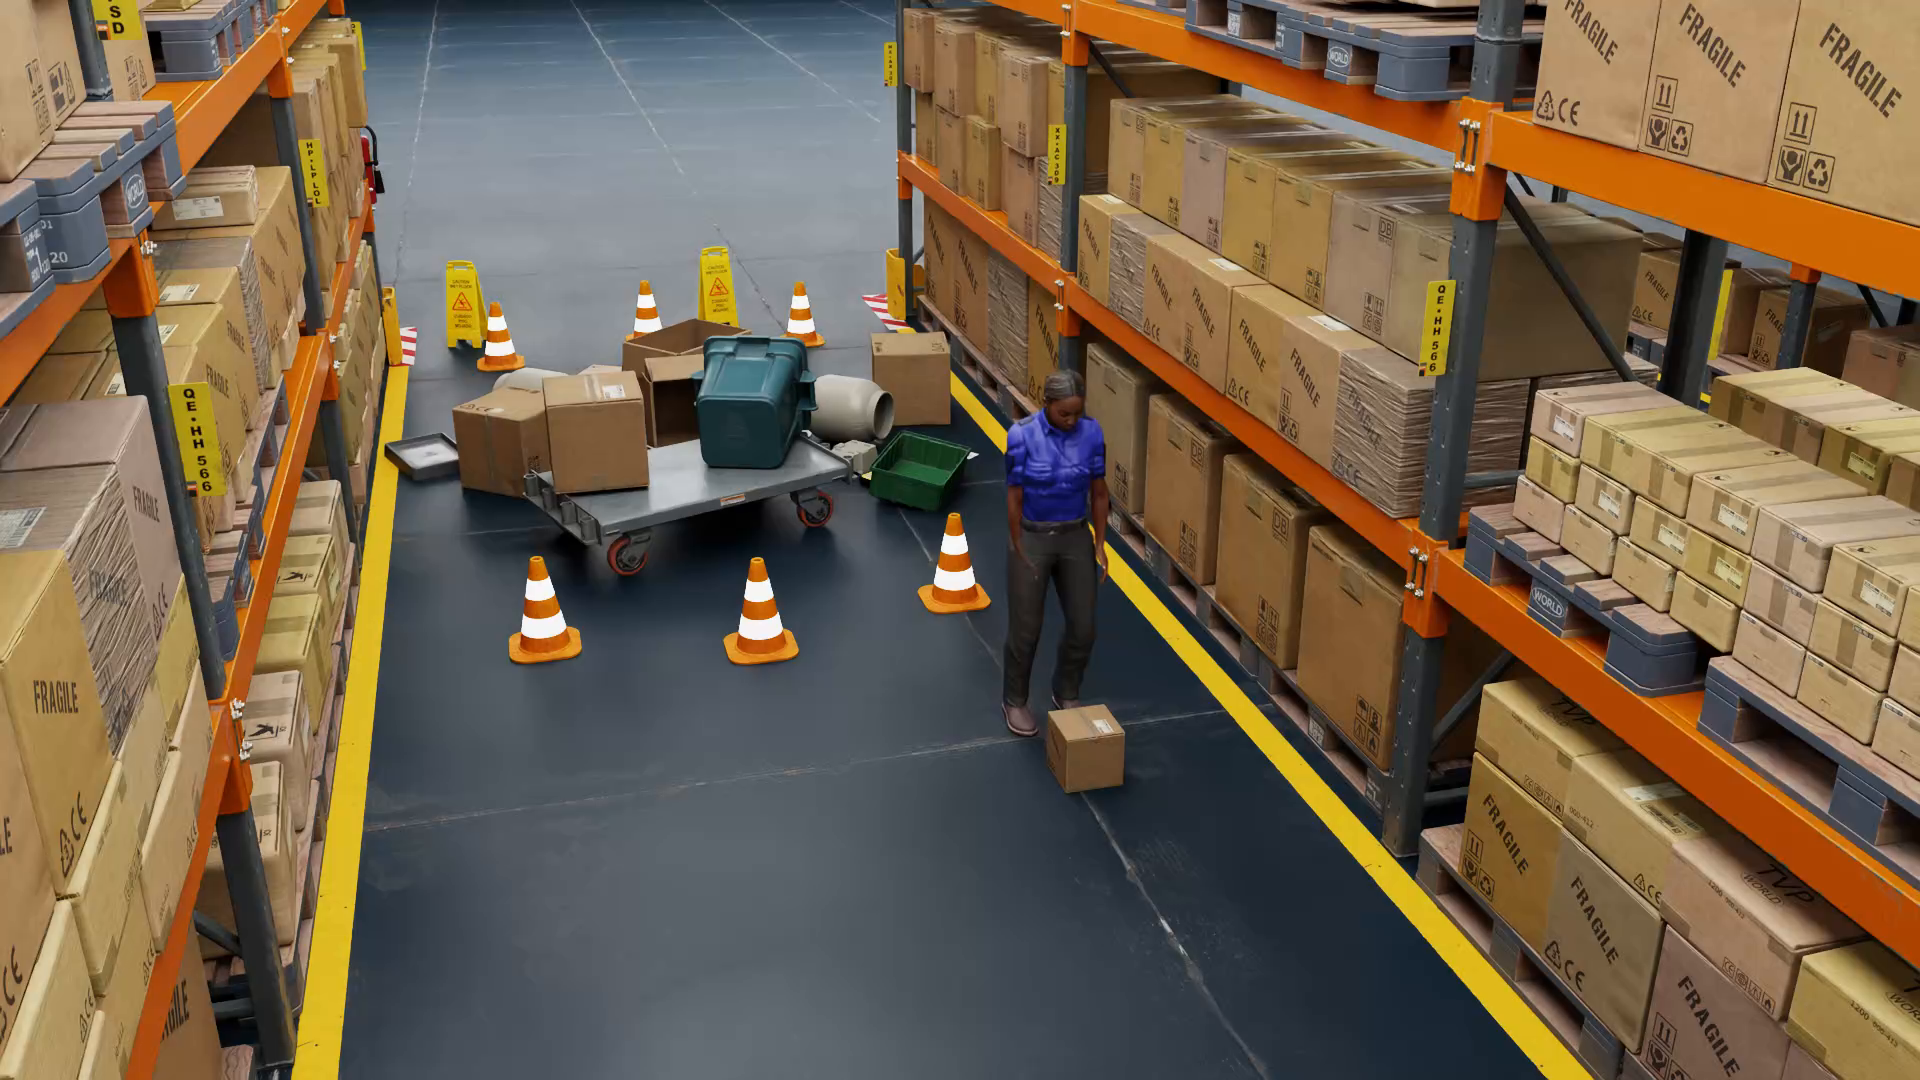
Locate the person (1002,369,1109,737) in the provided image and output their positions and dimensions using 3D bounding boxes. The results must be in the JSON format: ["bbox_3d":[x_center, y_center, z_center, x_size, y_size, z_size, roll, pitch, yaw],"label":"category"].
[{"bbox_3d":[0.410,0.041,7.055,0.447,1.631,0.337,-6,24,-13],"label":"person"}]
